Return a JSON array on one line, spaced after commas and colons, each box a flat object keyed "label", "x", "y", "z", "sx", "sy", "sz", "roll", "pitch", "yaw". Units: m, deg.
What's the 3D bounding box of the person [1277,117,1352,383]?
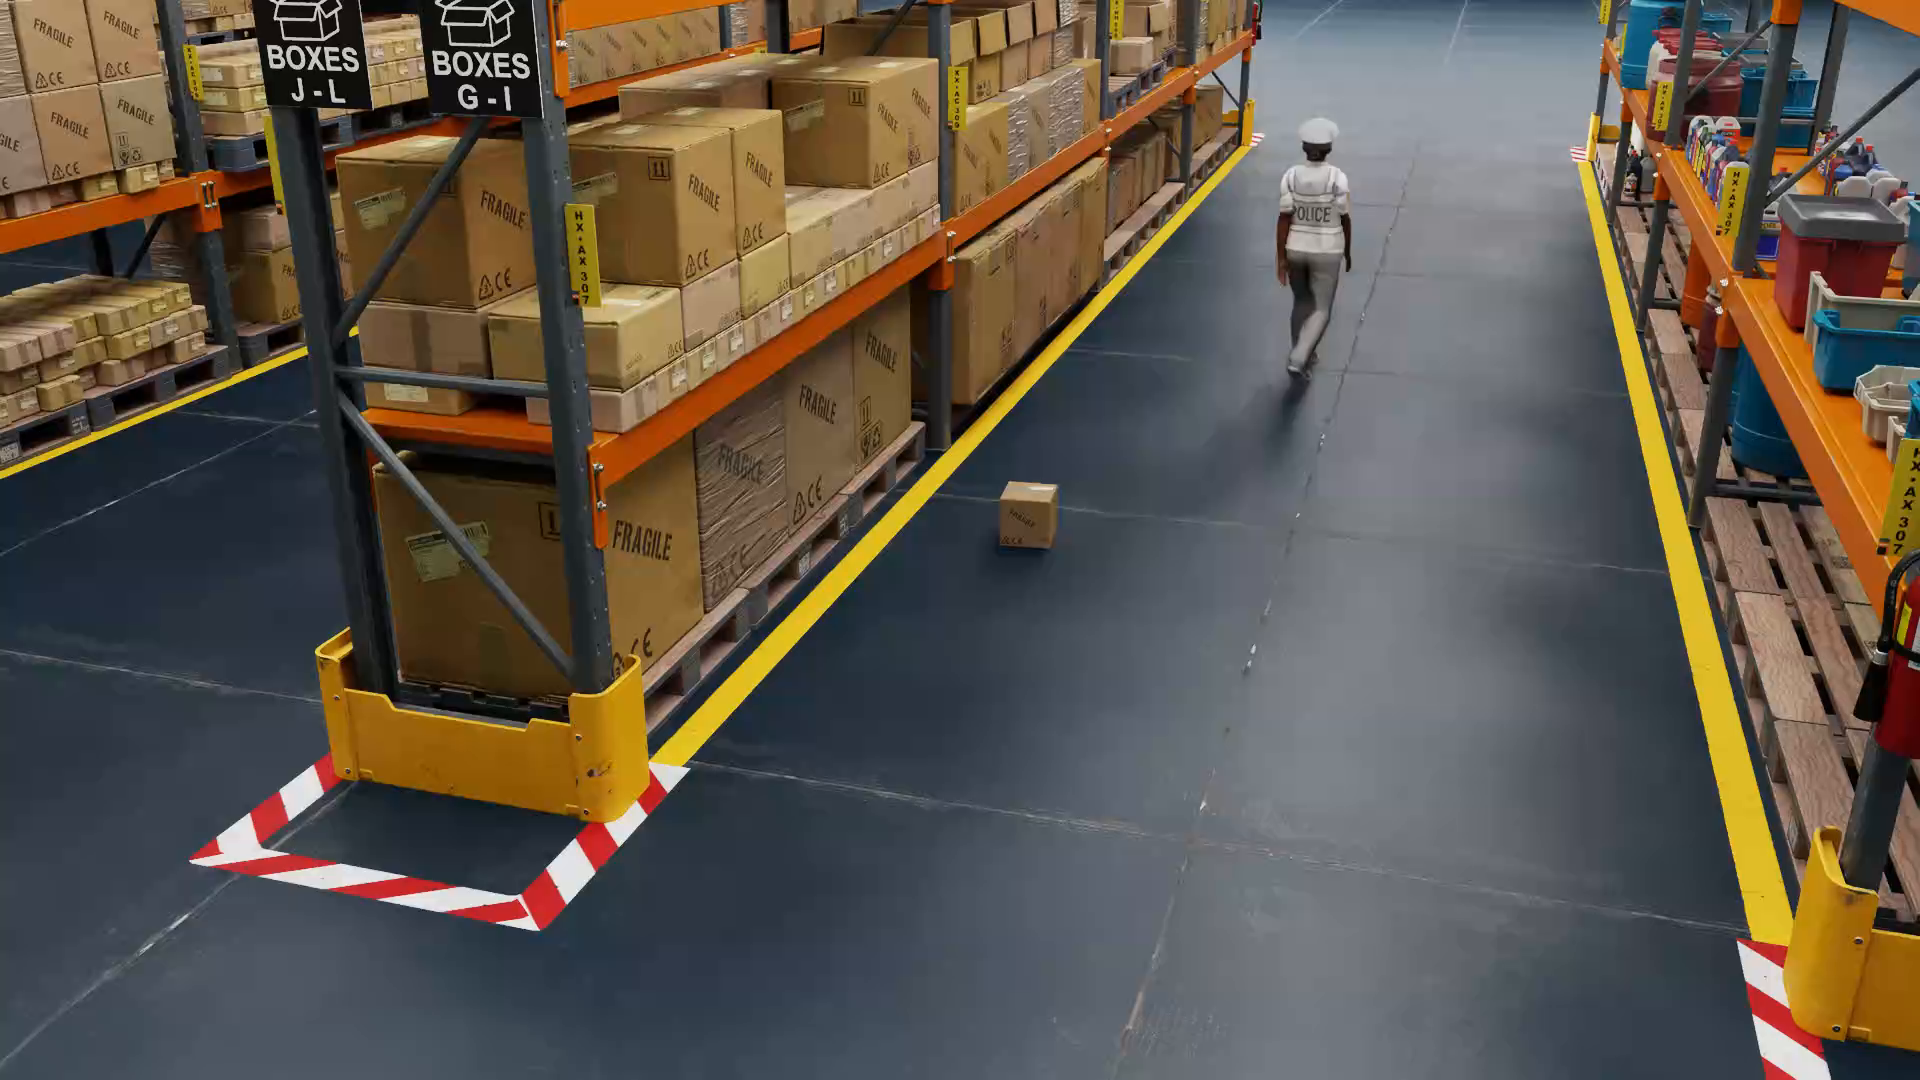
[{"label": "person", "x": 2.232, "y": -1.829, "z": 10.537, "sx": 0.438, "sy": 1.651, "sz": 0.928, "roll": 13, "pitch": 25, "yaw": 29}]
